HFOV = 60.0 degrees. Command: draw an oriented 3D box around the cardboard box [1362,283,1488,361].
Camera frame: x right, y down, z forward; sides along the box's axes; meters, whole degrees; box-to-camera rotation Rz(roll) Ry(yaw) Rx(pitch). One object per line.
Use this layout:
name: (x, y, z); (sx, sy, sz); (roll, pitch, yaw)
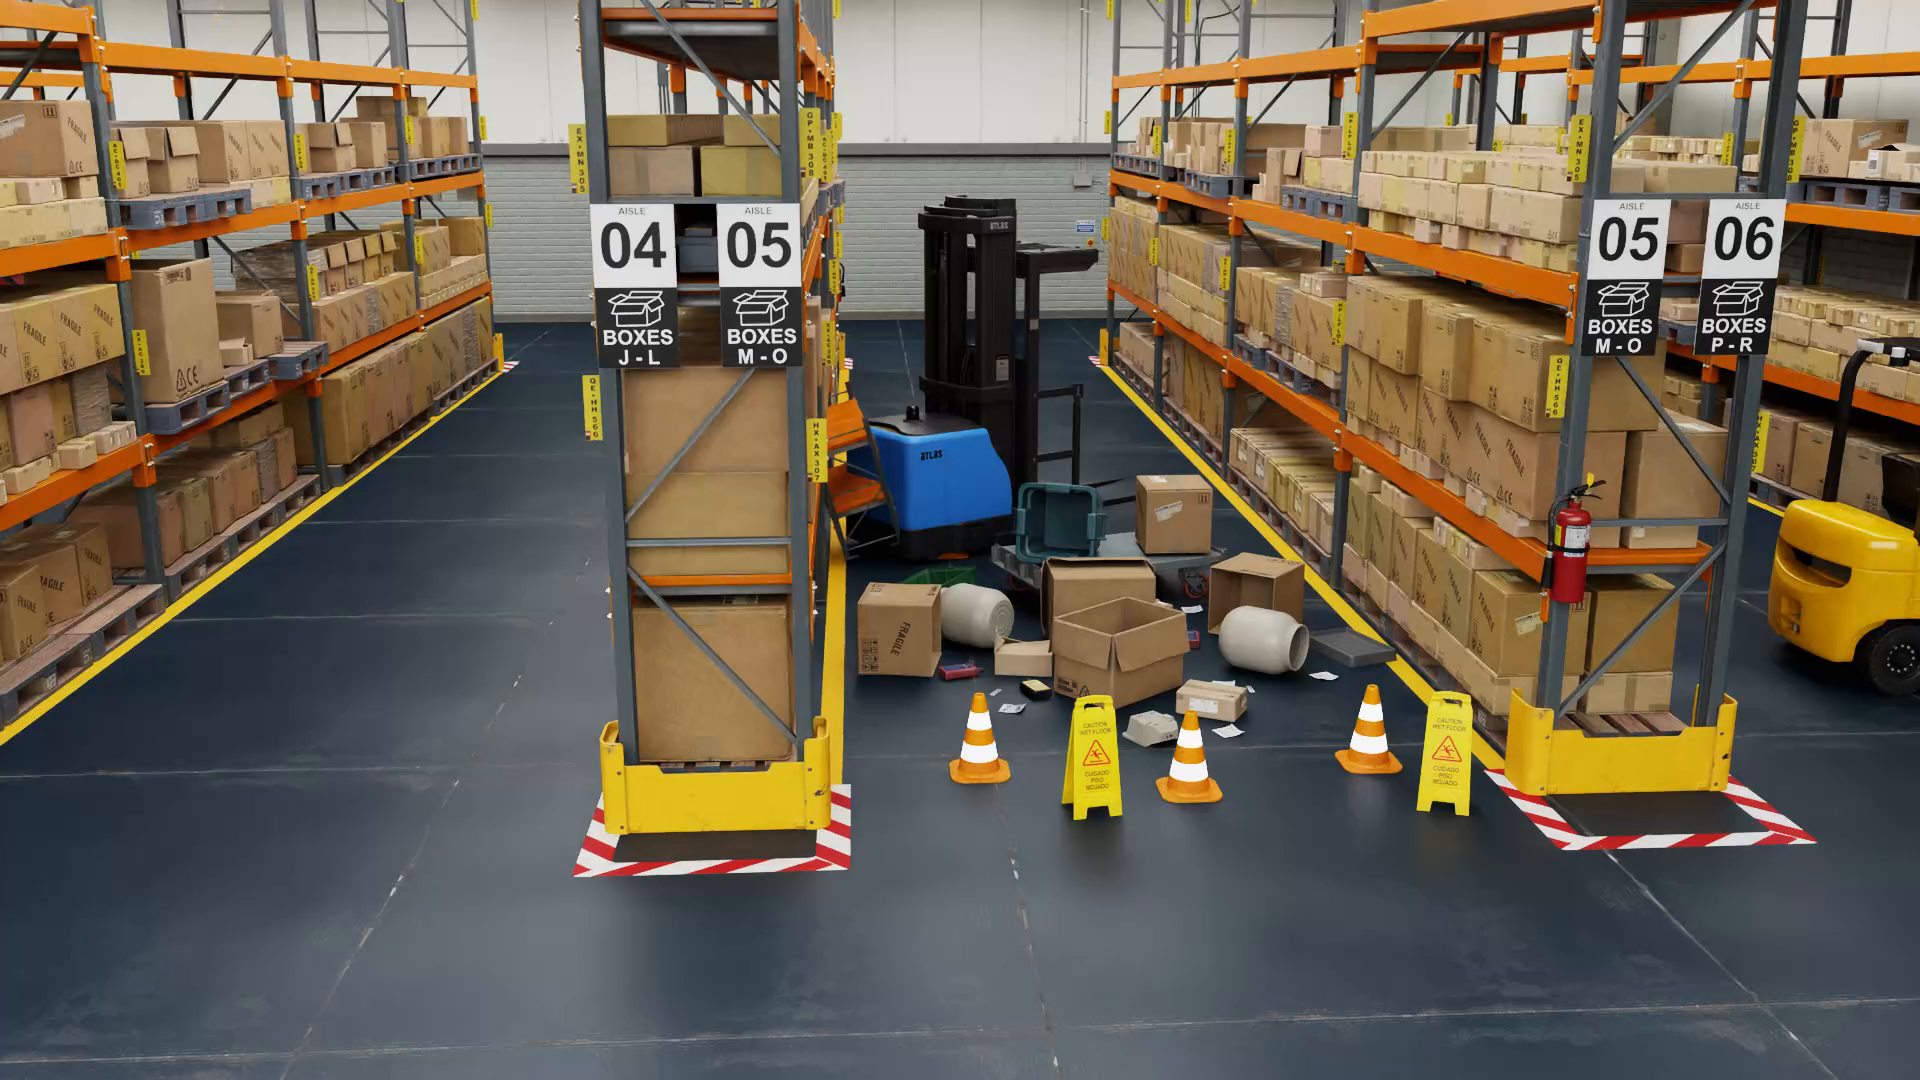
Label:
cardboard box: (3.393, -1.763, 11.551); (1.020, 1.000, 0.508); (-1, 14, -3)

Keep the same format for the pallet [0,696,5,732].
pallet: (-6.249, 1.195, 9.458); (1.003, 0.211, 1.213); (-1, 14, -3)

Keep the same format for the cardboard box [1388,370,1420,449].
cardboard box: (3.235, -0.911, 11.249); (0.500, 0.500, 0.500); (-1, 14, -4)

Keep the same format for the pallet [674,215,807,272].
pallet: (-1.329, -1.579, 8.803); (1.003, 0.211, 1.213); (-1, 14, -3)

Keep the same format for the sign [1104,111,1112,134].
sign: (2.116, -5.973, 23.790); (0.100, 0.325, 0.005); (-1, 14, -3)

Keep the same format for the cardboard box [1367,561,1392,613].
cardboard box: (3.225, 0.330, 11.899); (0.500, 0.250, 0.500); (0, 14, 0)

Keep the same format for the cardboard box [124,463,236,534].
cardboard box: (-6.540, -0.342, 13.970); (0.700, 0.500, 0.500); (-2, 15, -8)

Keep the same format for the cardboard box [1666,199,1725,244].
cardboard box: (3.896, -1.740, 8.954); (0.500, 0.250, 0.500); (-1, 14, -4)

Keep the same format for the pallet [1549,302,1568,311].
pallet: (7.812, -2.855, 19.990); (1.003, 0.211, 1.213); (-1, 14, -3)

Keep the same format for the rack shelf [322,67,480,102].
rack shelf: (-7.097, -5.779, 21.174); (1.077, 0.370, 4.000); (-1, 14, -3)

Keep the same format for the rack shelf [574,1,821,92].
rack shelf: (-1.397, -2.846, 9.775); (1.077, 0.370, 4.000); (-1, 14, -3)

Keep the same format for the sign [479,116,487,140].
sign: (-6.678, -5.761, 23.260); (0.100, 0.325, 0.005); (-1, 14, -3)

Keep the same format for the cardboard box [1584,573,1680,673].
cardboard box: (3.885, 0.467, 9.860); (0.500, 0.500, 0.500); (-1, 14, -5)

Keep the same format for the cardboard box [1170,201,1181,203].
cardboard box: (3.026, -4.510, 22.527); (0.390, 0.149, 0.265); (-1, 14, -4)

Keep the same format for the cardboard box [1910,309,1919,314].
cardboard box: (8.534, -1.930, 14.507); (0.380, 0.149, 0.250); (-1, 14, -4)

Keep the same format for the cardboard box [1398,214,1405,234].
cardboard box: (3.274, -2.205, 11.563); (0.380, 0.149, 0.250); (-1, 14, -3)

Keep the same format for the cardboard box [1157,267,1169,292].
cardboard box: (2.664, -3.127, 19.957); (0.500, 0.250, 0.500); (-1, 14, -5)

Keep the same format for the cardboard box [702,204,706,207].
cardboard box: (-1.743, -2.089, 10.066); (0.380, 0.149, 0.250); (-1, 14, -3)

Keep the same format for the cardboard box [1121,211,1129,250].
cardboard box: (2.494, -4.219, 22.695); (0.500, 0.500, 0.500); (-1, 14, -4)

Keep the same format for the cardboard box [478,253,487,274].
cardboard box: (-6.926, -3.868, 23.244); (0.500, 0.250, 0.500); (-1, 14, -4)

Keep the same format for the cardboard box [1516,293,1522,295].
cardboard box: (7.533, -3.297, 21.824); (0.380, 0.149, 0.250); (-1, 14, -2)

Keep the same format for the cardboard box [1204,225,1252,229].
cardboard box: (3.196, -3.497, 19.889); (0.500, 0.500, 0.500); (0, 14, -2)

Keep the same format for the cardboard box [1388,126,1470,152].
cardboard box: (3.736, -3.183, 13.311); (0.500, 0.250, 0.500); (-1, 14, -5)

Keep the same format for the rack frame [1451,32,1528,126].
rack frame: (7.624, -7.049, 23.864); (1.000, 3.000, 0.127); (-1, 14, -3)

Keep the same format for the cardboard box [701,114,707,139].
cardboard box: (-1.757, -2.537, 10.207); (0.380, 0.149, 0.250); (-1, 14, -4)

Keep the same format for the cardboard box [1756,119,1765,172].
cardboard box: (7.921, -3.723, 15.712); (0.500, 0.500, 0.500); (-1, 14, -3)

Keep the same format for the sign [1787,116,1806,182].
sign: (4.203, -1.971, 8.394); (0.100, 0.325, 0.005); (-1, 14, -3)

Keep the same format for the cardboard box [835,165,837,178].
cardboard box: (-1.834, -4.723, 21.145); (0.500, 0.250, 0.500); (0, 14, -1)

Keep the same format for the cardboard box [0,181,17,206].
cardboard box: (-6.156, -2.163, 10.394); (0.380, 0.149, 0.250); (0, 14, -1)

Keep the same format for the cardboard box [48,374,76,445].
cardboard box: (-6.515, -0.883, 11.142); (0.875, 0.500, 0.500); (-1, 14, -3)

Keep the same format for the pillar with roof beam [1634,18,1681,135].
pillar with roof beam: (4.432, -6.175, 20.466); (9.100, 9.000, 0.400); (-1, 14, -3)

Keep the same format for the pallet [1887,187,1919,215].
pallet: (8.300, -2.738, 13.514); (0.805, 0.209, 1.217); (-1, 15, -6)

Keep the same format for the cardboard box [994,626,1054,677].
cardboard box: (0.424, 0.743, 11.106); (0.396, 0.266, 0.258); (2, 15, 6)

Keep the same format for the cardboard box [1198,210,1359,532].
cardboard box: (3.335, -2.085, 17.297); (0.950, 2.239, 7.527); (0, 14, 0)

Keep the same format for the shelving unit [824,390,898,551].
shelving unit: (-0.941, -0.594, 13.909); (0.538, 0.981, 1.030); (-18, 24, -5)

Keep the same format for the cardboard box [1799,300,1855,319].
cardboard box: (7.936, -2.112, 15.212); (0.380, 0.149, 0.250); (-1, 14, -2)

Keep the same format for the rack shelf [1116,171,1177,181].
rack shelf: (2.794, -4.768, 22.068); (0.919, 0.124, 3.809); (-1, 14, -3)

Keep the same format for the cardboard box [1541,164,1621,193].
cardboard box: (3.368, -1.948, 8.963); (0.380, 0.149, 0.250); (-1, 14, -2)

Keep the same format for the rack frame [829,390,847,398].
rack frame: (-1.040, -0.782, 14.371); (0.475, 0.981, 0.013); (-18, 24, -5)

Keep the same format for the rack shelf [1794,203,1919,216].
rack shelf: (8.244, -2.856, 14.637); (0.919, 0.124, 3.809); (-1, 14, -3)

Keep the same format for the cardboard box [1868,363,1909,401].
cardboard box: (8.038, -1.333, 13.988); (0.500, 0.250, 0.500); (-1, 14, -4)

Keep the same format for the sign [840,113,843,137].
sign: (-1.709, -5.850, 23.445); (0.100, 0.325, 0.005); (-1, 14, -3)

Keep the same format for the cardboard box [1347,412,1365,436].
cardboard box: (3.113, -0.877, 12.418); (0.380, 0.149, 0.250); (-1, 14, -4)

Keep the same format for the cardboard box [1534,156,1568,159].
cardboard box: (3.842, -2.339, 10.483); (0.380, 0.149, 0.250); (-1, 14, -3)

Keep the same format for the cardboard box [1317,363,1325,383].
cardboard box: (3.107, -1.353, 13.426); (0.380, 0.149, 0.250); (-1, 14, -5)

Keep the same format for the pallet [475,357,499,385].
pallet: (-7.093, -2.365, 23.294); (1.003, 0.211, 1.213); (-1, 14, -3)

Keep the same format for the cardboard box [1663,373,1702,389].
cardboard box: (7.816, -1.713, 18.038); (0.380, 0.149, 0.250); (-1, 14, -5)

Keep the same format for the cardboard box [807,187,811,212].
cardboard box: (-1.037, -1.909, 9.369); (0.380, 0.149, 0.250); (-1, 14, -3)

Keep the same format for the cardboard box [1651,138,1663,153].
cardboard box: (7.723, -4.275, 18.005); (0.380, 0.149, 0.250); (-1, 14, -3)

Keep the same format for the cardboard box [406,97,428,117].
cardboard box: (-7.106, -5.527, 21.218); (0.500, 0.250, 0.500); (-1, 14, -5)

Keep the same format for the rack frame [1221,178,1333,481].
rack frame: (3.166, -2.076, 16.577); (1.000, 3.000, 0.127); (-1, 14, -3)

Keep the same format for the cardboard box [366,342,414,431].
cardboard box: (-6.857, -1.712, 18.580); (1.225, 0.875, 0.875); (-1, 14, -5)

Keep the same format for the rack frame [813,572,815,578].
rack frame: (-1.524, -0.980, 12.316); (0.949, 2.616, 0.053); (-1, 14, -3)

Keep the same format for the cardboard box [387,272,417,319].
cardboard box: (-6.672, -2.855, 19.401); (0.500, 0.500, 0.500); (-1, 14, -3)

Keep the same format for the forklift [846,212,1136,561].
forklift: (0.504, -1.469, 14.530); (3.031, 2.843, 1.129); (-10, 18, -35)

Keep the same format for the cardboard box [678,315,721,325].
cardboard box: (-1.445, -1.080, 10.237); (0.875, 0.550, 0.500); (-1, 14, -3)
